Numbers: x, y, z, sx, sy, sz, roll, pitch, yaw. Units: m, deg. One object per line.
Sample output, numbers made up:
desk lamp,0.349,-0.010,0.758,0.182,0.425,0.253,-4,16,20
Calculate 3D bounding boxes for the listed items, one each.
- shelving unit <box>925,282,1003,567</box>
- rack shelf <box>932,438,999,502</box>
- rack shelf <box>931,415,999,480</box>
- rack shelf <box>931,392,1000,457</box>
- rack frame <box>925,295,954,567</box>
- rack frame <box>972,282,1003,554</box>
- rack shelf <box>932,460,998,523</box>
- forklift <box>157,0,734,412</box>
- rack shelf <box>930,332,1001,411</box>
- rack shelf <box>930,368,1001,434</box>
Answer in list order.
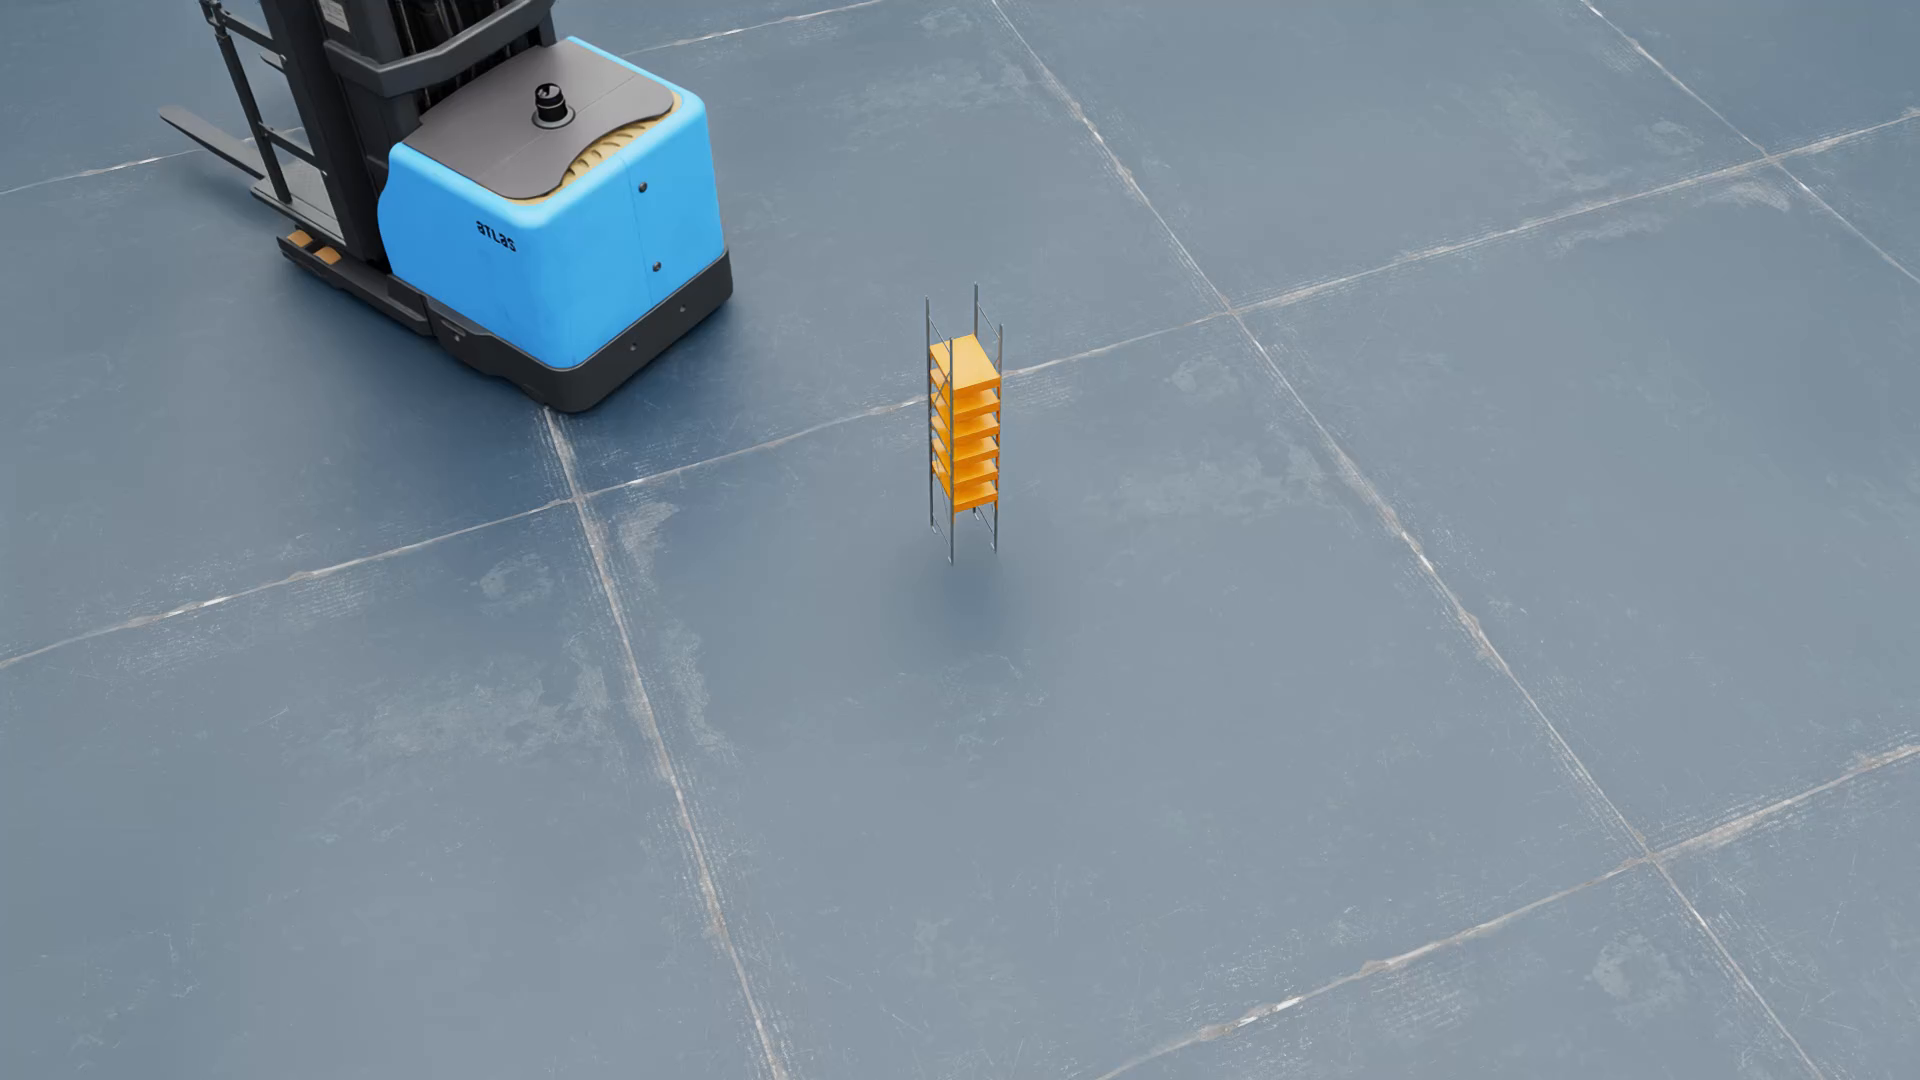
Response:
shelving unit,0.013,-0.395,6.139,0.189,1.200,0.258,-17,52,-14
rack shelf,0.013,-0.288,6.264,0.180,0.103,0.258,-17,52,-14
rack shelf,0.013,-0.366,6.173,0.180,0.103,0.258,-17,52,-14
rack shelf,0.013,-0.444,6.082,0.180,0.103,0.258,-17,52,-14
rack frame,-0.071,-0.369,6.117,0.006,1.200,0.240,-17,52,-14
rack frame,0.098,-0.421,6.162,0.006,1.200,0.240,-17,52,-14
rack shelf,0.013,-0.210,6.355,0.180,0.103,0.258,-17,52,-14
forklift,-2.499,-2.416,6.734,3.031,2.935,1.130,30,56,23
rack shelf,0.013,-0.601,5.900,0.180,0.103,0.258,-17,52,-14
rack shelf,0.013,-0.522,5.991,0.180,0.103,0.258,-17,52,-14
